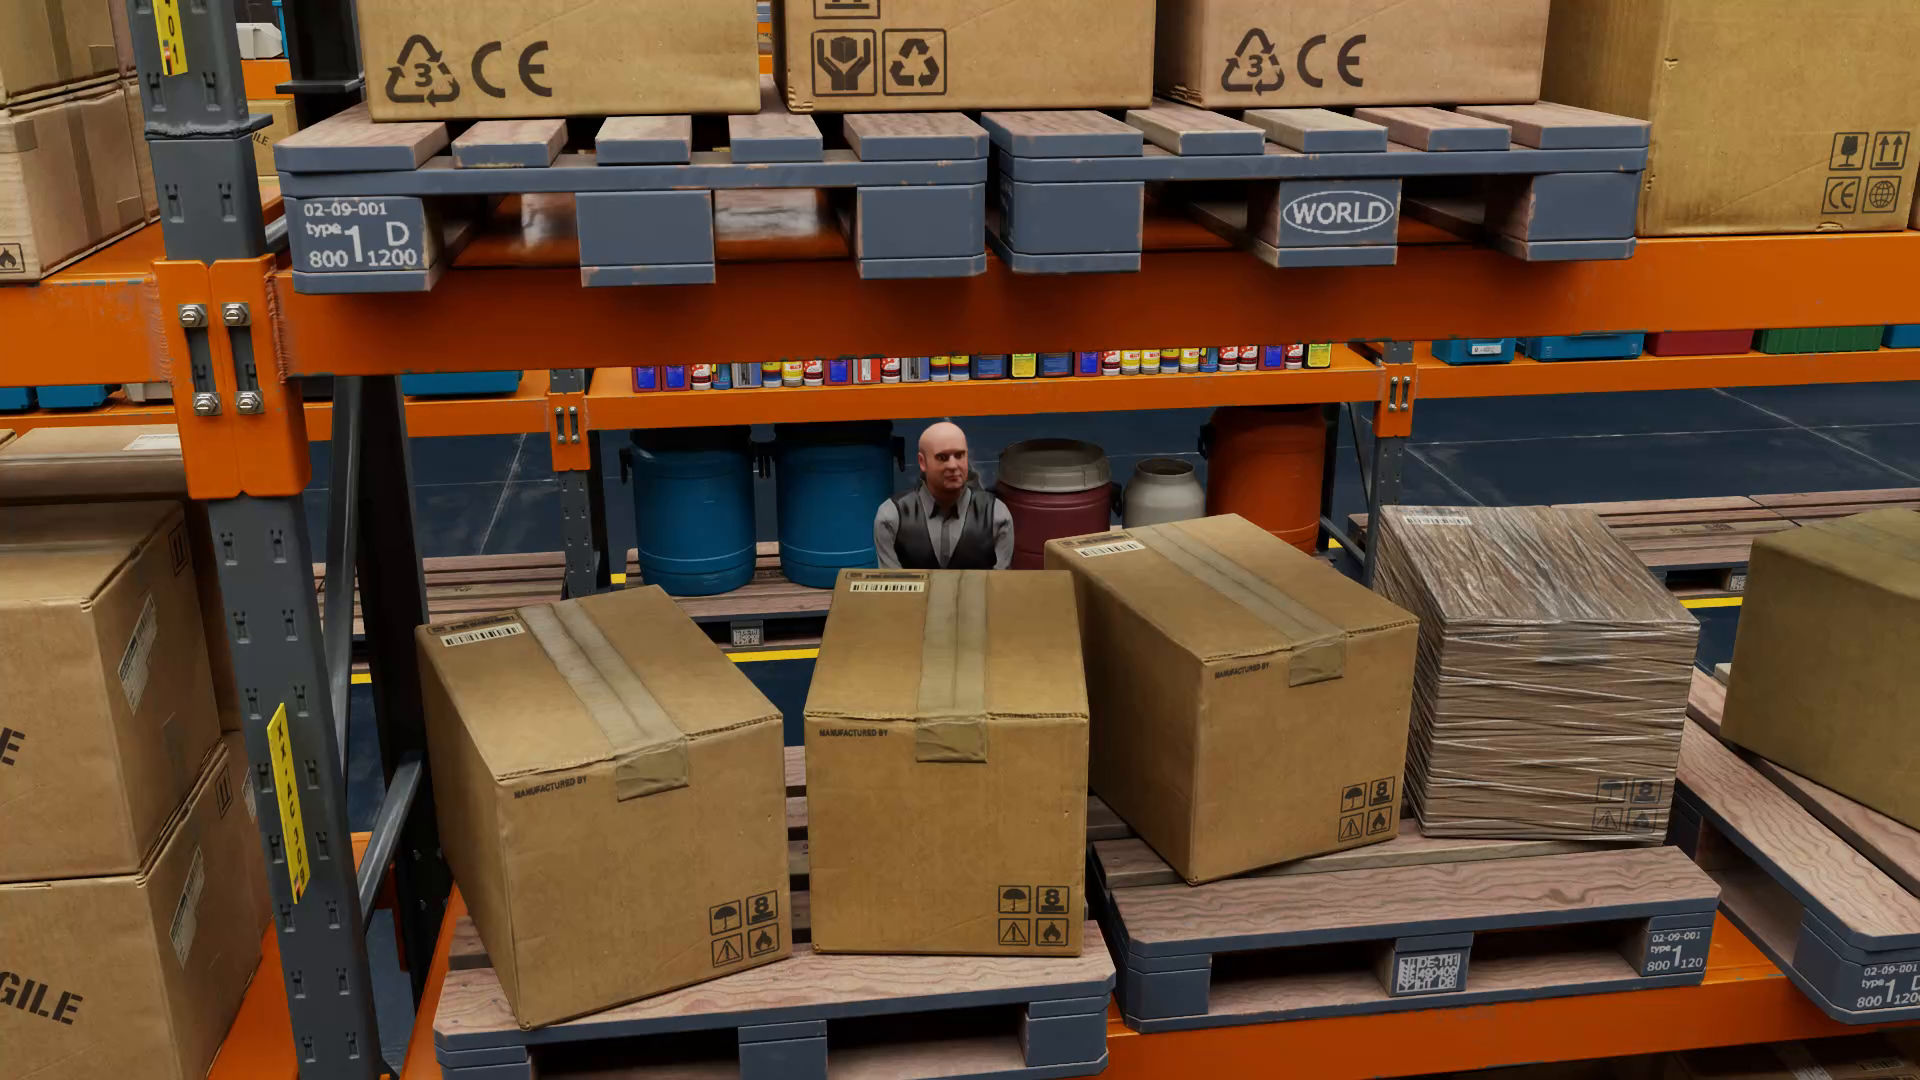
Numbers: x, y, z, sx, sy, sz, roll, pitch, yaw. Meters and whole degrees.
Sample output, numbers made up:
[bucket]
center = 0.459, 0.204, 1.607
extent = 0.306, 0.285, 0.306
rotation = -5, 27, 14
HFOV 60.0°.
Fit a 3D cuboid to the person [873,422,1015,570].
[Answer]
[person]
center = -0.042, 0.453, 5.866
extent = 0.494, 1.715, 0.545
rotation = -3, 20, -7
